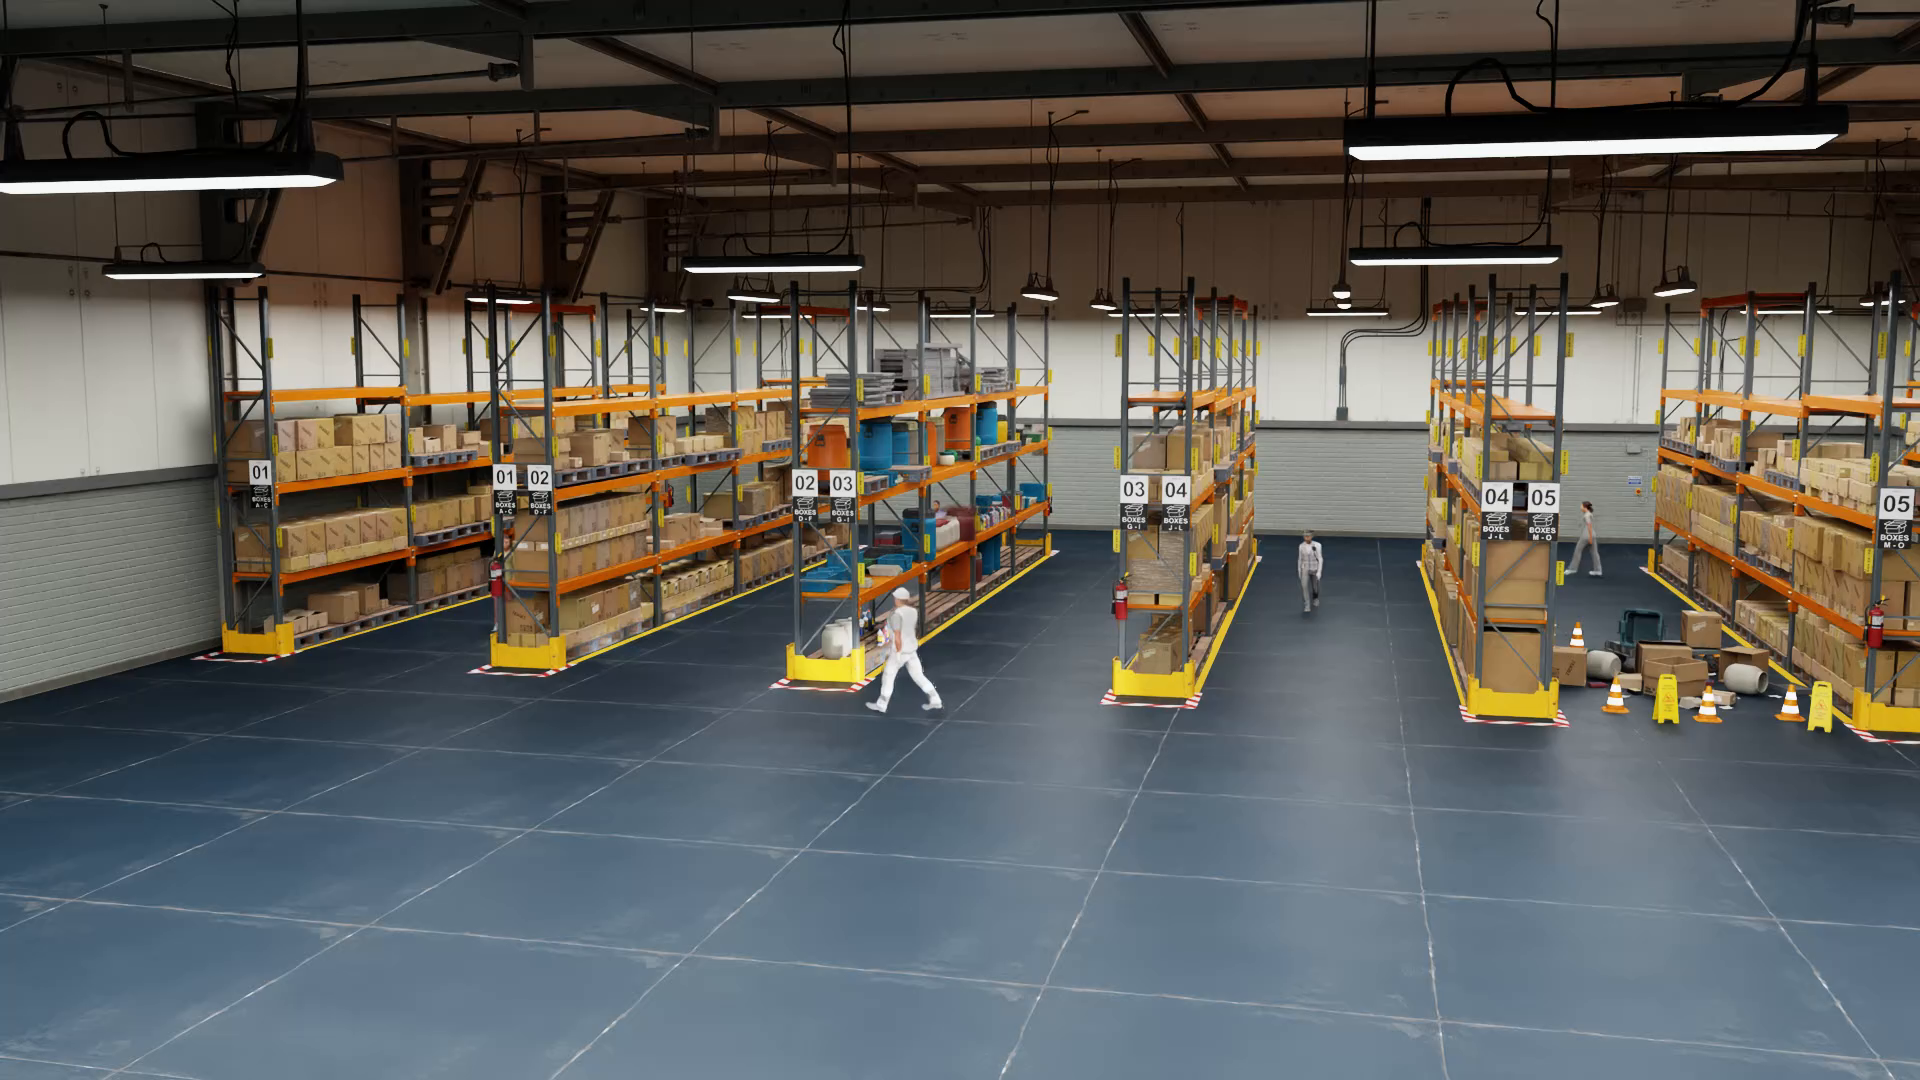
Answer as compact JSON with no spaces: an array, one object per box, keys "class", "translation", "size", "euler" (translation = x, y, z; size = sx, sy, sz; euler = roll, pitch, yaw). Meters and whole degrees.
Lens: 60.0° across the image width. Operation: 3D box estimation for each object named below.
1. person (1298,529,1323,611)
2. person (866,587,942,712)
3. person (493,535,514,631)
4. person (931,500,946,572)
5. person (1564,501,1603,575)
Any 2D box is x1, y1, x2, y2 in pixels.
[{"class":"person","translation":[6.726,0.558,31.942],"size":[0.475,1.542,0.976],"euler":[2,7,17]},{"class":"person","translation":[-0.779,1.520,22.812],"size":[1.088,1.743,0.552],"euler":[3,7,25]},{"class":"person","translation":[-8.187,0.761,29.882],"size":[0.472,1.663,0.762],"euler":[-1,7,-9]},{"class":"person","translation":[-0.544,-0.103,37.455],"size":[0.474,1.581,1.005],"euler":[5,8,35]},{"class":"person","translation":[13.881,-0.046,36.844],"size":[0.426,1.647,0.854],"euler":[-5,8,-38]}]
